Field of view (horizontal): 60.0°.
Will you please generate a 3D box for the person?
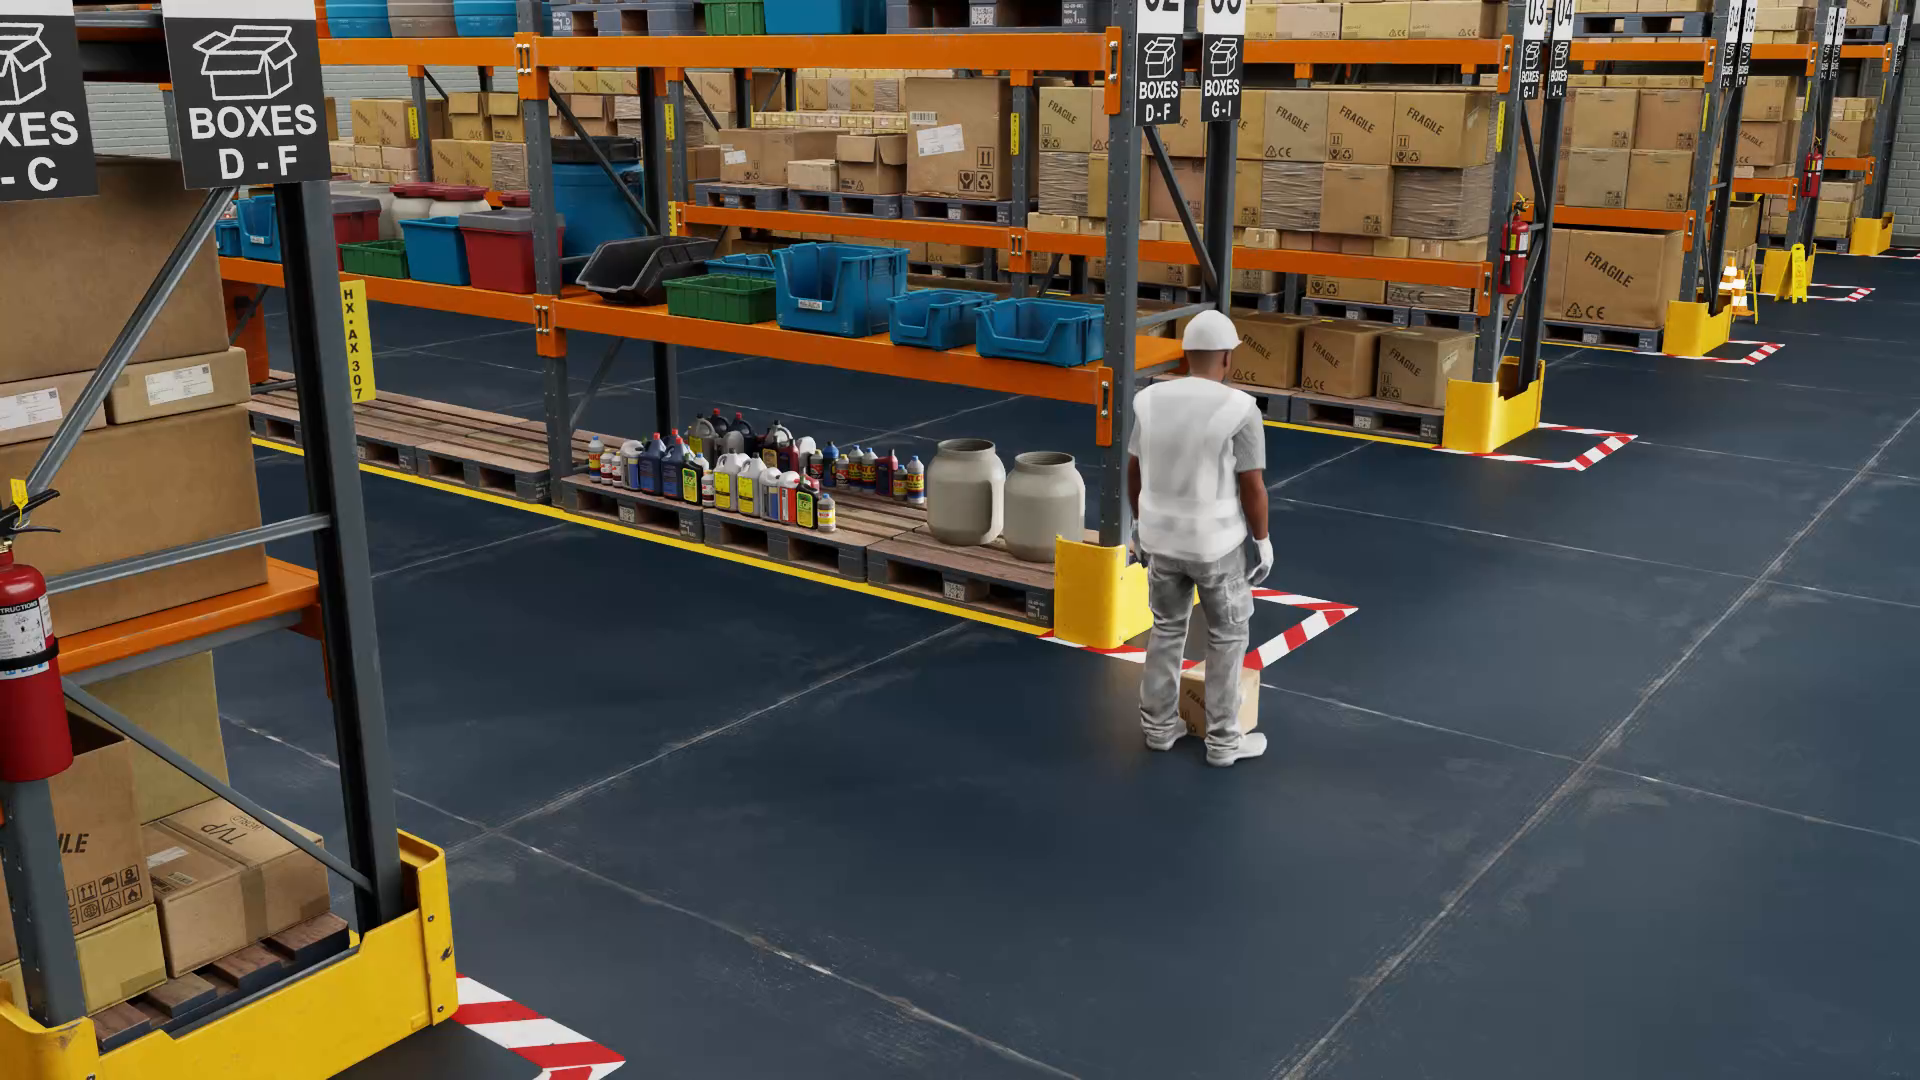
[{"bbox_3d":[0.938,-0.005,6.536,0.603,1.774,0.446,12,20,35],"label":"person"}]
